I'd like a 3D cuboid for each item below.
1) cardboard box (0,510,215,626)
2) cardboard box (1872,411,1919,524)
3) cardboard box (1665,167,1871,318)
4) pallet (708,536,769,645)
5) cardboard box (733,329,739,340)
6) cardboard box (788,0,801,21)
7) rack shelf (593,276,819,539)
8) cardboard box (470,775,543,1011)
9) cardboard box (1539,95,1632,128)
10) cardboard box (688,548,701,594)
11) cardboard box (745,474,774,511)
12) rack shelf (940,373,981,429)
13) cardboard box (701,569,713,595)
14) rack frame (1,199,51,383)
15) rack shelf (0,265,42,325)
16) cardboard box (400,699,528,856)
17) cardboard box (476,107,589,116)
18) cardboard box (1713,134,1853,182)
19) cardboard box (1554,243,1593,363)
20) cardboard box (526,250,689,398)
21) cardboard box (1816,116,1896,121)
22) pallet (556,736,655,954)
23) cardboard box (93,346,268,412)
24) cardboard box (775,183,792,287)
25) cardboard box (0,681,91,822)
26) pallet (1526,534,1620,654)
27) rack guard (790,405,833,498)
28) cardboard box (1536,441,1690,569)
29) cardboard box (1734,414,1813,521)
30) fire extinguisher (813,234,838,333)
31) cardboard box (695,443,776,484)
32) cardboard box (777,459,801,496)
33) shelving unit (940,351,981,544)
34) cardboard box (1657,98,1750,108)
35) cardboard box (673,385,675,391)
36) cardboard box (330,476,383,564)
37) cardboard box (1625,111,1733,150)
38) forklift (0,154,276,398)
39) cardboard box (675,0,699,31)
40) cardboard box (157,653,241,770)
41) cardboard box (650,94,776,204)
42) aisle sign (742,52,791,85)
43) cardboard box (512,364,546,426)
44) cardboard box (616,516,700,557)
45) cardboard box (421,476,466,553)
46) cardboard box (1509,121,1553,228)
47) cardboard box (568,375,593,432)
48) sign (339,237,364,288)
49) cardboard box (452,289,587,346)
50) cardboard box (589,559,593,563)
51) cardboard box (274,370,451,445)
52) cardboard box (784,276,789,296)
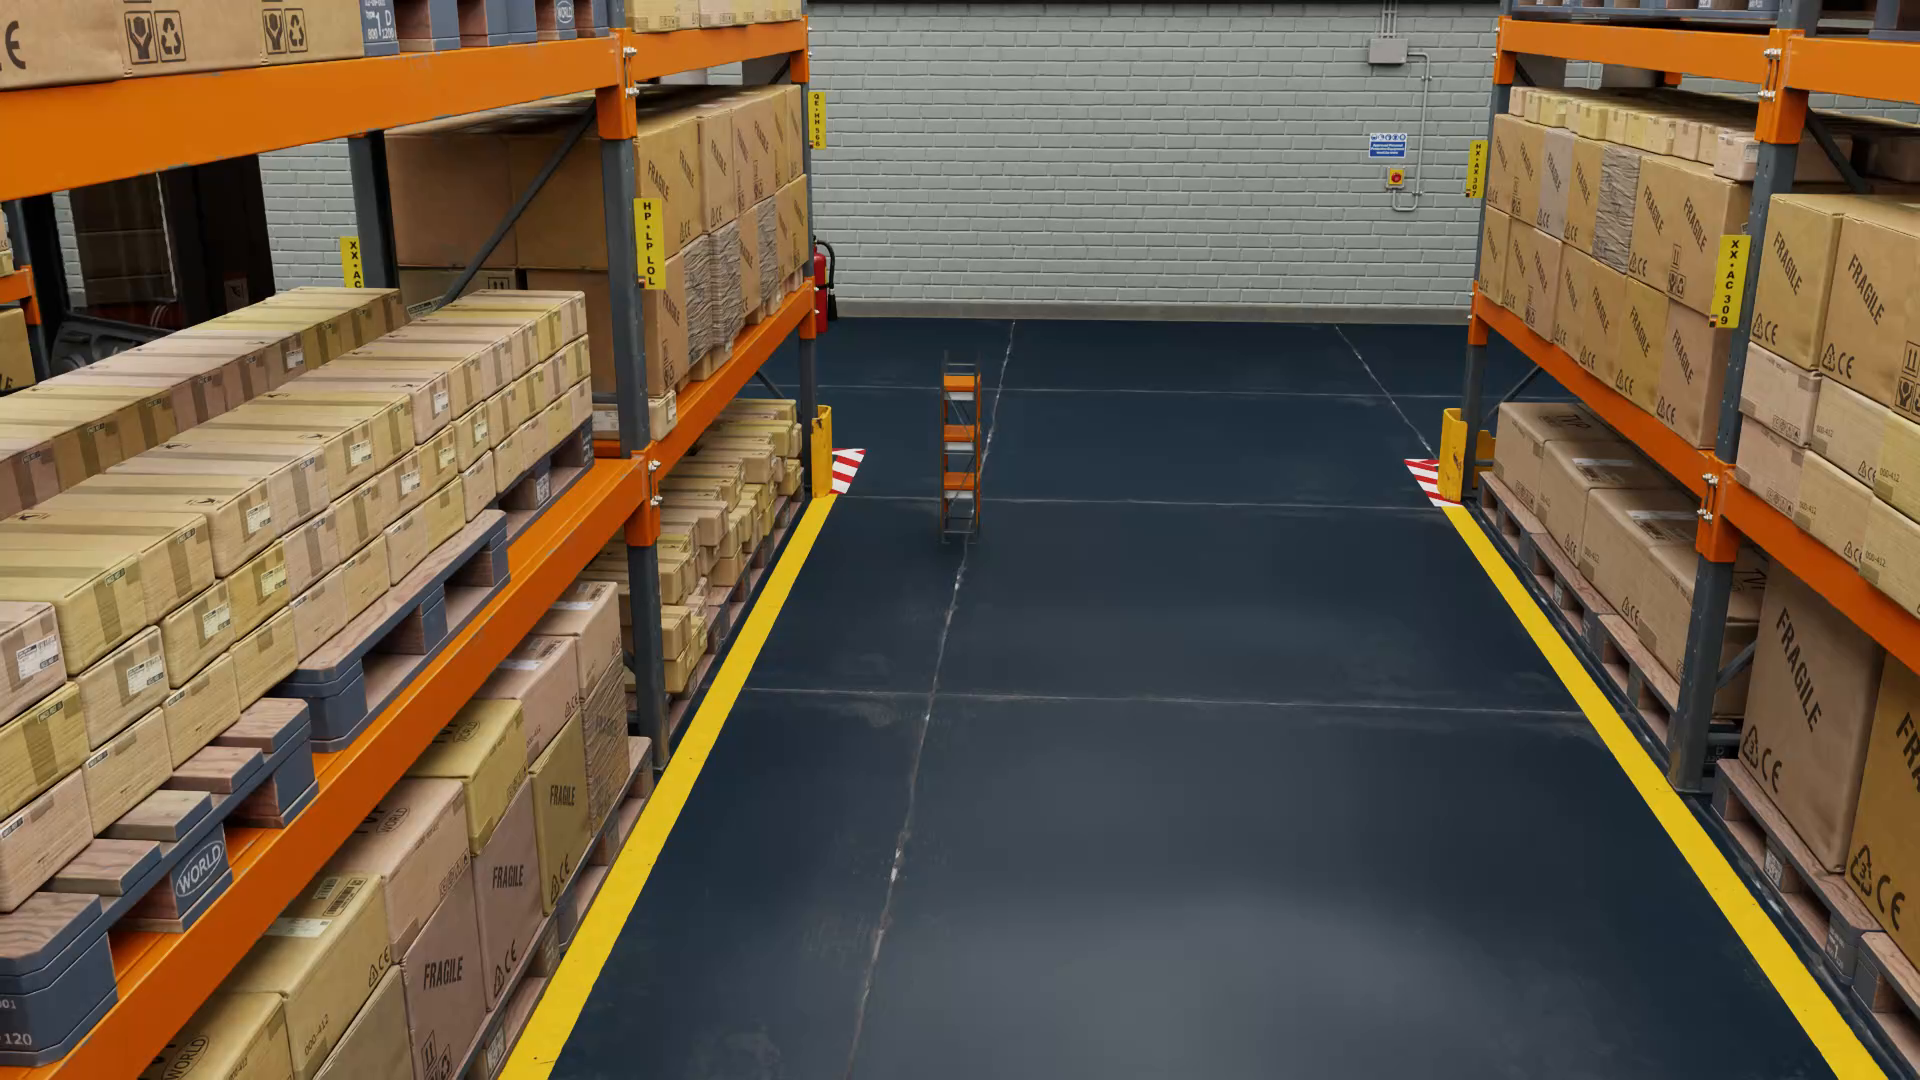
[{"bbox_3d":[-1.695,0.051,3.224,0.380,0.149,0.250,1,18,4],"label":"cardboard box"},{"bbox_3d":[2.886,-0.168,4.556,0.500,0.250,0.500,2,18,5],"label":"cardboard box"},{"bbox_3d":[3.029,-1.126,6.276,0.500,0.500,0.500,1,18,3],"label":"cardboard box"},{"bbox_3d":[-1.576,0.206,8.455,1.003,0.211,1.213,1,18,4],"label":"pallet"},{"bbox_3d":[-1.311,-1.064,8.257,0.380,0.149,0.250,2,18,5],"label":"cardboard box"},{"bbox_3d":[-1.156,-2.979,9.121,0.500,0.250,0.500,1,18,3],"label":"cardboard box"},{"bbox_3d":[-1.530,-0.809,8.230,1.077,0.370,4.000,1,18,4],"label":"rack shelf"},{"bbox_3d":[-1.554,1.013,4.856,0.500,0.500,0.500,1,18,3],"label":"cardboard box"},{"bbox_3d":[3.174,-2.177,8.440,0.380,0.149,0.250,1,18,2],"label":"cardboard box"},{"bbox_3d":[-1.396,0.138,7.612,0.380,0.149,0.250,0,18,1],"label":"cardboard box"},{"bbox_3d":[-1.200,-0.265,8.842,0.380,0.149,0.250,2,18,5],"label":"cardboard box"},{"bbox_3d":[0.004,-0.775,9.225,0.215,0.259,0.240,1,18,4],"label":"rack shelf"},{"bbox_3d":[-1.389,0.194,7.917,0.380,0.149,0.250,1,18,2],"label":"cardboard box"},{"bbox_3d":[-6.327,-1.914,10.448,1.000,3.000,0.127,1,18,4],"label":"rack frame"},{"bbox_3d":[-6.470,-0.951,8.664,1.077,0.370,4.000,1,18,4],"label":"rack shelf"},{"bbox_3d":[-1.549,0.663,4.718,0.500,0.250,0.500,0,18,1],"label":"cardboard box"},{"bbox_3d":[-1.827,-1.665,7.444,0.500,0.500,0.500,2,18,5],"label":"cardboard box"},{"bbox_3d":[2.975,-1.384,6.023,0.380,0.149,0.250,1,18,3],"label":"cardboard box"},{"bbox_3d":[3.155,-1.127,7.883,0.500,0.500,0.500,2,18,6],"label":"cardboard box"},{"bbox_3d":[-1.387,-0.867,6.613,0.500,0.500,0.500,1,18,3],"label":"cardboard box"},{"bbox_3d":[3.658,-1.692,6.961,0.380,0.149,0.250,1,18,2],"label":"cardboard box"},{"bbox_3d":[-1.728,1.037,5.919,1.003,0.211,1.213,1,18,4],"label":"pallet"},{"bbox_3d":[-2.234,-0.457,4.775,0.380,0.149,0.250,1,18,3],"label":"cardboard box"},{"bbox_3d":[-1.205,-1.656,9.021,0.500,0.500,0.500,1,18,3],"label":"cardboard box"},{"bbox_3d":[-1.726,0.345,2.803,0.380,0.149,0.250,2,18,6],"label":"cardboard box"},{"bbox_3d":[3.488,0.260,8.290,1.003,0.211,1.213,1,18,4],"label":"pallet"},{"bbox_3d":[-1.392,-0.561,10.331,1.175,0.500,0.348,1,18,4],"label":"rack guard"},{"bbox_3d":[3.553,-0.183,8.606,0.875,0.438,0.875,2,18,5],"label":"cardboard box"},{"bbox_3d":[2.976,-0.249,5.606,0.500,0.250,0.500,1,18,3],"label":"cardboard box"},{"bbox_3d":[-0.909,-1.626,10.291,0.296,0.674,0.183,1,18,4],"label":"fire extinguisher"},{"bbox_3d":[-1.185,-0.406,8.793,0.380,0.149,0.250,2,18,6],"label":"cardboard box"},{"bbox_3d":[-1.134,-0.367,9.629,0.380,0.149,0.250,2,18,6],"label":"cardboard box"},{"bbox_3d":[0.004,-0.516,9.310,0.215,1.050,0.252,1,18,4],"label":"shelving unit"},{"bbox_3d":[3.654,-2.090,8.175,0.380,0.149,0.250,1,18,3],"label":"cardboard box"},{"bbox_3d":[-1.416,-0.657,7.014,0.380,0.149,0.250,0,18,1],"label":"cardboard box"},{"bbox_3d":[-1.635,-0.055,4.024,0.380,0.149,0.250,1,18,3],"label":"cardboard box"},{"bbox_3d":[3.130,-1.780,7.230,0.380,0.149,0.250,1,18,3],"label":"cardboard box"},{"bbox_3d":[-3.637,-0.686,6.808,1.130,2.935,3.031,11,21,31],"label":"forklift"},{"bbox_3d":[-1.350,-2.178,6.675,0.500,0.250,0.500,1,18,3],"label":"cardboard box"},{"bbox_3d":[-1.689,0.331,3.325,0.380,0.149,0.250,2,18,7],"label":"cardboard box"},{"bbox_3d":[-1.236,-1.969,8.372,0.500,0.500,0.500,2,18,7],"label":"cardboard box"},{"bbox_3d":[-1.082,-3.023,9.658,0.394,0.787,0.004,1,18,4],"label":"aisle sign"},{"bbox_3d":[-1.544,-0.465,5.275,0.380,0.149,0.250,2,18,6],"label":"cardboard box"},{"bbox_3d":[-1.399,-0.005,7.570,0.380,0.149,0.250,1,18,2],"label":"cardboard box"},{"bbox_3d":[-1.595,-0.078,4.571,0.380,0.149,0.250,2,18,6],"label":"cardboard box"},{"bbox_3d":[3.209,-1.912,8.676,0.500,0.500,0.500,1,18,2],"label":"cardboard box"},{"bbox_3d":[-1.505,-0.482,5.807,0.380,0.149,0.250,1,18,3],"label":"cardboard box"},{"bbox_3d":[-2.215,-0.951,6.118,0.100,0.325,0.005,1,18,4],"label":"sign"},{"bbox_3d":[-1.508,-0.764,5.710,0.380,0.149,0.250,2,18,6],"label":"cardboard box"},{"bbox_3d":[-1.822,-0.010,7.585,0.380,0.149,0.250,2,18,6],"label":"cardboard box"},{"bbox_3d":[-1.602,-0.359,4.475,0.380,0.149,0.250,0,18,1],"label":"cardboard box"},{"bbox_3d":[-1.184,-1.469,9.492,0.380,0.149,0.250,1,18,4],"label":"cardboard box"}]
